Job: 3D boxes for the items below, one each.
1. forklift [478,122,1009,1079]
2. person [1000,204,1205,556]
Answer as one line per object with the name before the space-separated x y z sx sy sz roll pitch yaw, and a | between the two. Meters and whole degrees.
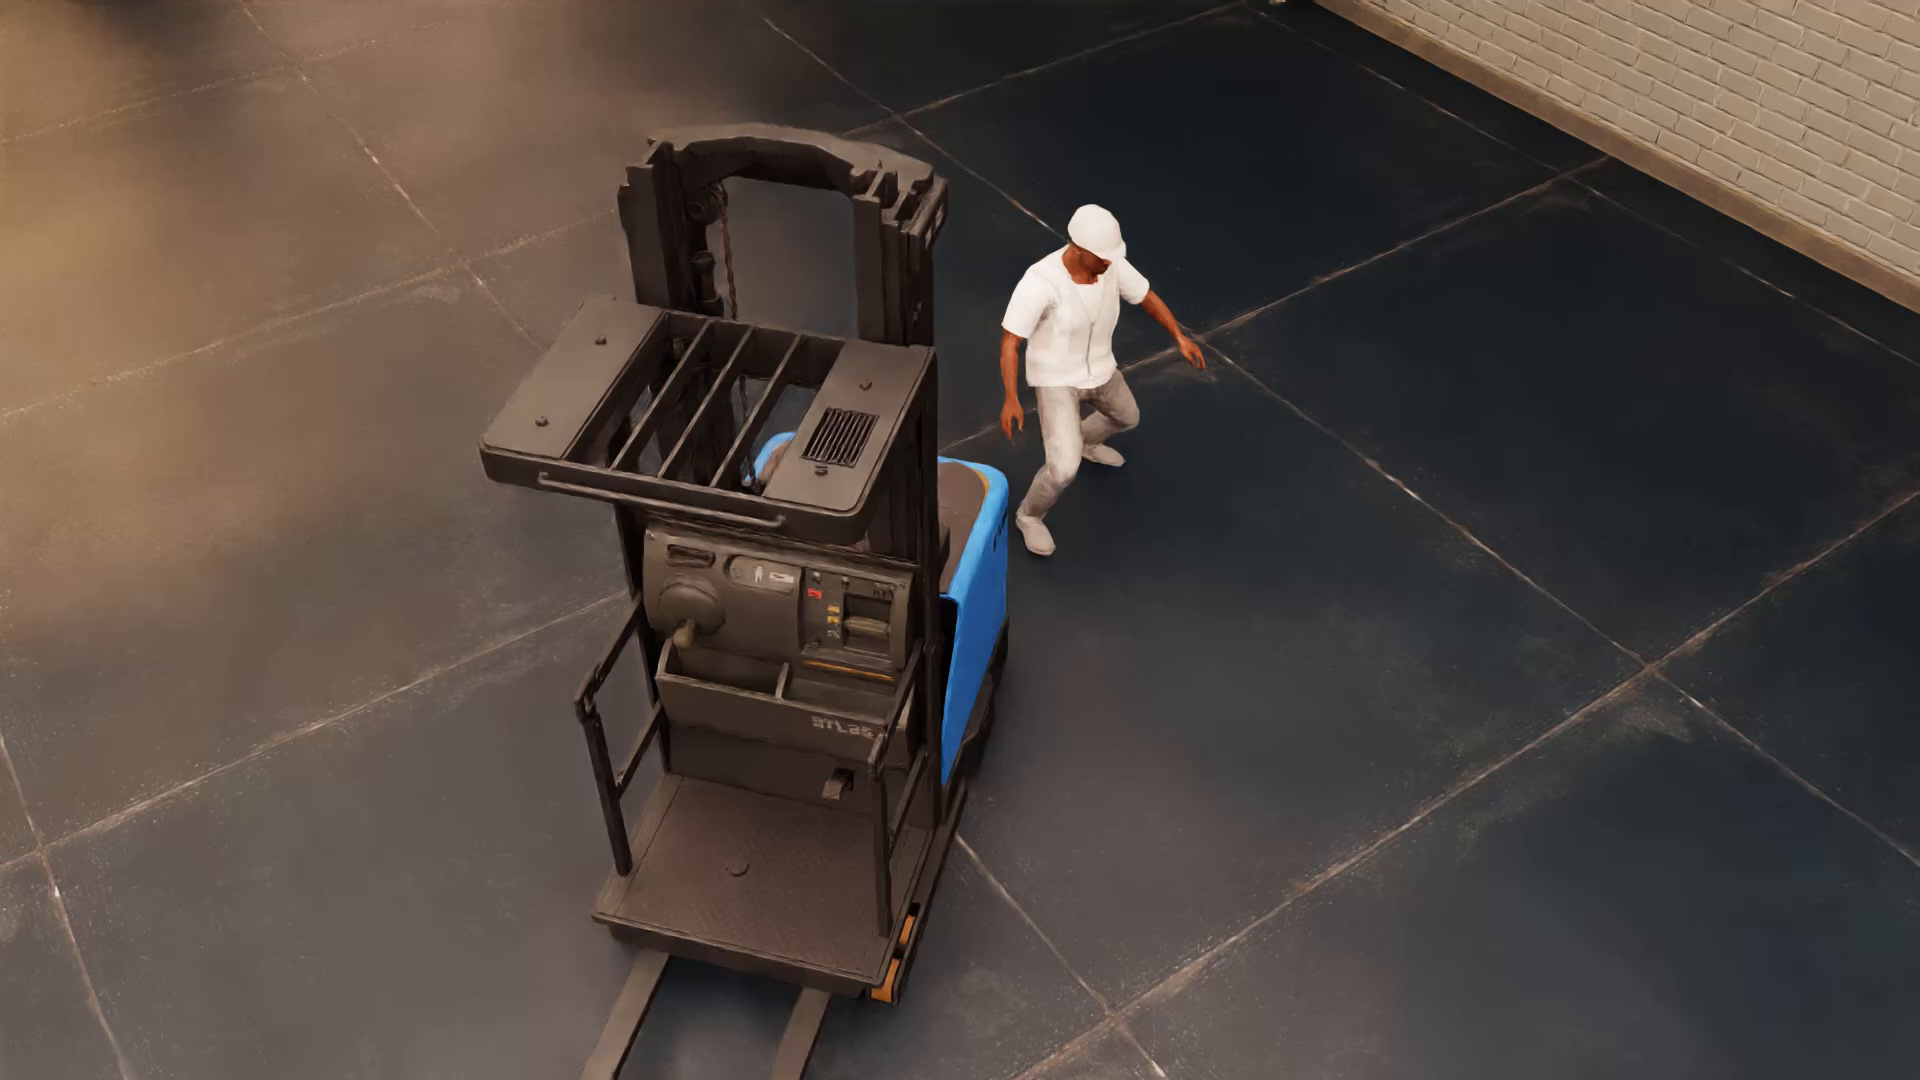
forklift | -0.670 0.302 5.388 1.130 2.935 3.031 10 44 11
person | 0.578 -0.794 7.564 1.021 1.631 0.702 -24 48 -24
